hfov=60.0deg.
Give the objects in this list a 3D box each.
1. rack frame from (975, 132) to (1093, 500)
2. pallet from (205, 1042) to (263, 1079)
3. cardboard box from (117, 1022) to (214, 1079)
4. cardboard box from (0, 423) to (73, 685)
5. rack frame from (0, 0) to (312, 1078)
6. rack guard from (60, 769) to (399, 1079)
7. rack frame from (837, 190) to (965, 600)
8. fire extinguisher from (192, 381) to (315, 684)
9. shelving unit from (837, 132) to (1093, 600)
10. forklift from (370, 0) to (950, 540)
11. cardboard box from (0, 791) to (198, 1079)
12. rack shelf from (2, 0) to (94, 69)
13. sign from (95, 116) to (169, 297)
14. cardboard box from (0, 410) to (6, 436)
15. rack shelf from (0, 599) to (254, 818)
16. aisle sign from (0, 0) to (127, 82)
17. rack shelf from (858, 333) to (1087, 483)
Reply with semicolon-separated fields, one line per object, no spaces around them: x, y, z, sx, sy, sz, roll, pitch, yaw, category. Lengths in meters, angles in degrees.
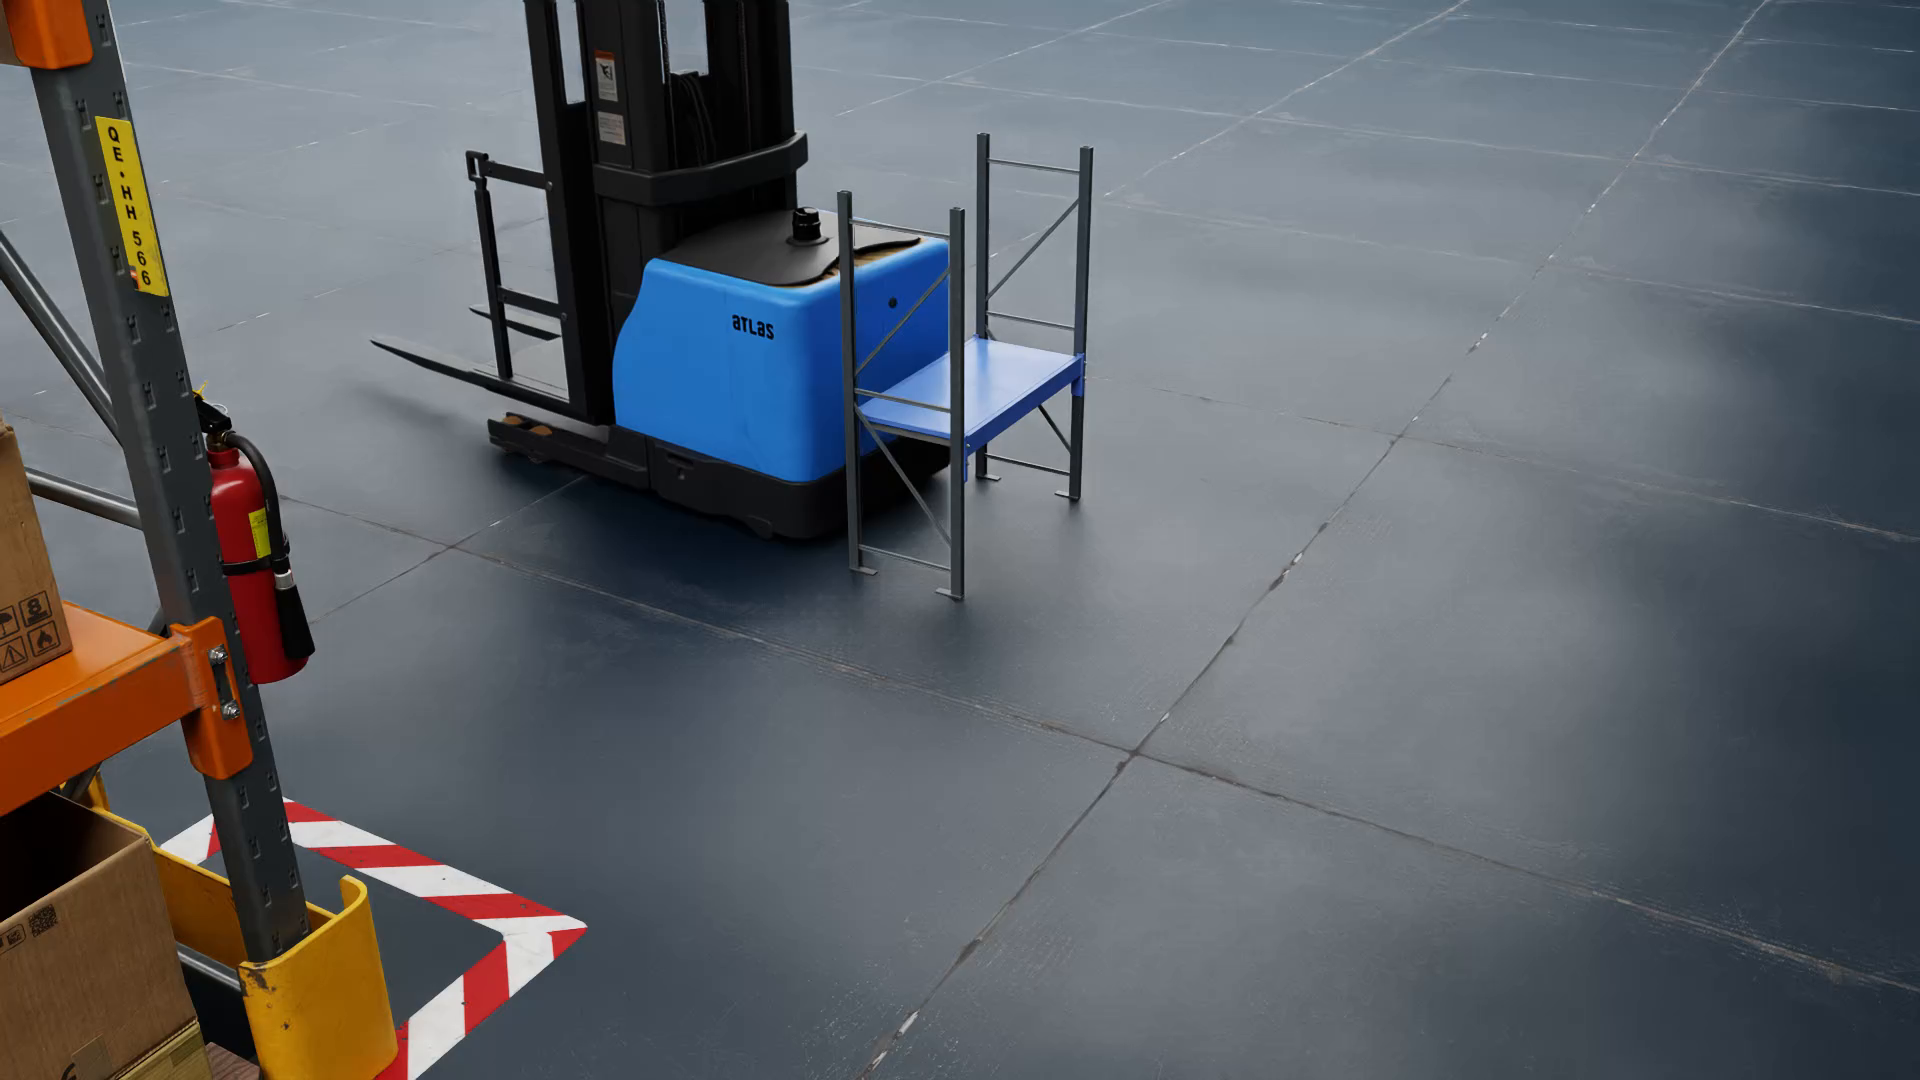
0.292;-0.902;6.876;0.500;1.500;0.032;14;30;26;rack frame
-2.331;1.441;3.635;1.003;0.211;1.213;14;30;26;pallet
-1.998;1.203;3.598;0.500;0.250;0.500;14;30;26;cardboard box
-2.232;0.022;3.244;0.700;0.500;0.500;14;30;26;cardboard box
-1.992;-0.113;3.624;1.000;3.000;0.127;14;30;26;rack frame
-1.980;0.996;4.202;1.175;0.500;0.348;14;30;26;rack guard
-0.208;-0.506;6.085;0.500;1.500;0.032;14;30;26;rack frame
-1.529;-0.022;3.529;0.296;0.674;0.183;14;30;26;fire extinguisher
0.042;-0.704;6.481;0.538;1.500;1.048;14;30;26;shelving unit
-1.513;-1.823;7.118;3.031;2.935;1.130;18;32;32;forklift
-1.996;0.868;3.429;0.500;0.500;0.500;14;30;26;cardboard box
-2.976;-0.353;1.557;1.077;0.370;4.000;14;30;26;rack shelf
-1.526;-0.612;3.063;0.100;0.325;0.005;14;30;26;sign
-2.014;-0.257;3.075;0.380;0.149;0.250;14;30;25;cardboard box
-2.976;0.988;2.228;1.077;0.370;4.000;14;30;26;rack shelf
-1.704;-1.236;2.964;0.394;0.787;0.004;14;30;26;aisle sign
0.042;-0.543;6.561;0.538;0.185;1.000;14;30;26;rack shelf
